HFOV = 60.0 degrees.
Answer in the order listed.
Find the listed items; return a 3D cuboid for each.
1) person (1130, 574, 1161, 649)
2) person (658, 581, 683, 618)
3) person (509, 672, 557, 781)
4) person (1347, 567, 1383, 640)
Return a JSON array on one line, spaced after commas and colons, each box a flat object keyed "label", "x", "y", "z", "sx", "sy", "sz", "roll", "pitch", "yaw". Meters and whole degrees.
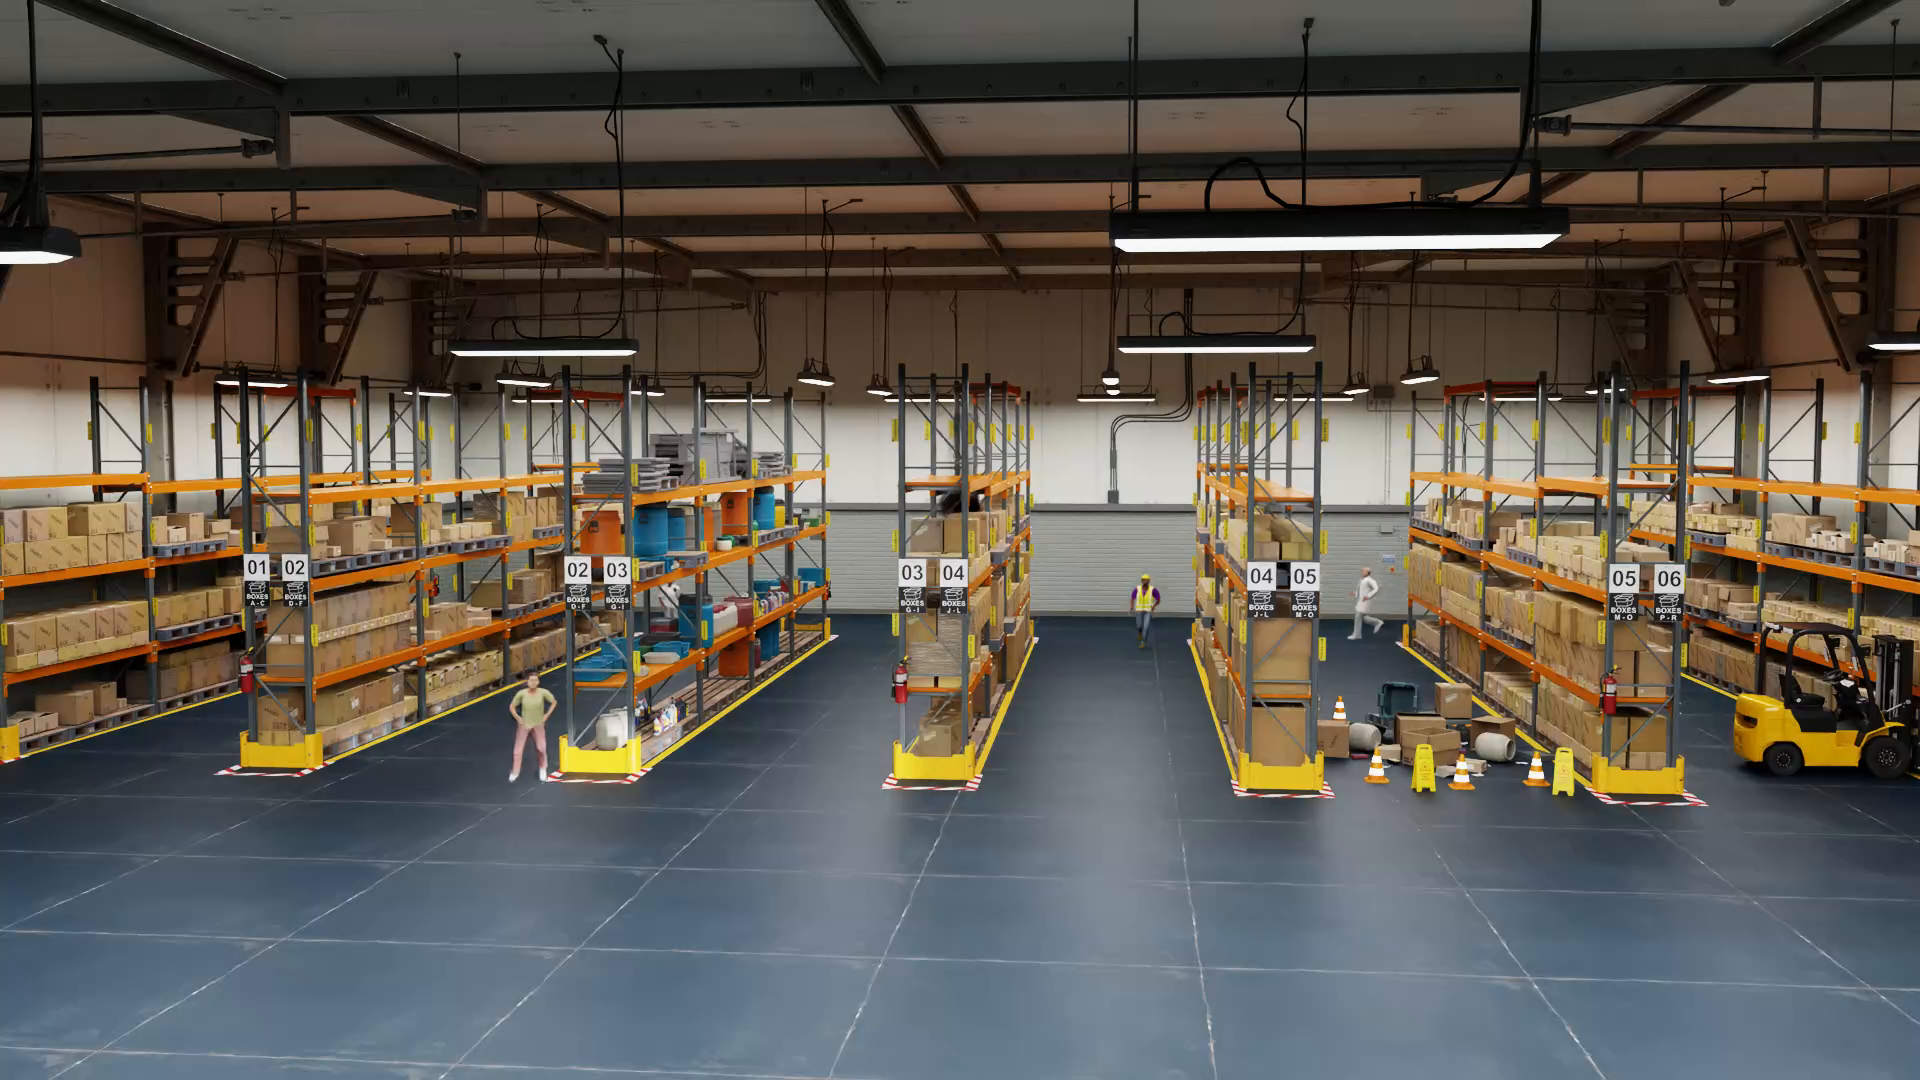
[{"label": "person", "x": 4.329, "y": 1.660, "z": 38.850, "sx": 0.715, "sy": 1.721, "sz": 0.597, "roll": 1, "pitch": 4, "yaw": 15}, {"label": "person", "x": -6.874, "y": 1.630, "z": 39.558, "sx": 0.591, "sy": 1.662, "sz": 0.598, "roll": -1, "pitch": 4, "yaw": -13}, {"label": "person", "x": -6.129, "y": 2.677, "z": 23.862, "sx": 0.689, "sy": 1.575, "sz": 0.655, "roll": -1, "pitch": 4, "yaw": -18}, {"label": "person", "x": 9.874, "y": 1.538, "z": 40.419, "sx": 0.918, "sy": 1.764, "sz": 0.712, "roll": 0, "pitch": 4, "yaw": -5}]
